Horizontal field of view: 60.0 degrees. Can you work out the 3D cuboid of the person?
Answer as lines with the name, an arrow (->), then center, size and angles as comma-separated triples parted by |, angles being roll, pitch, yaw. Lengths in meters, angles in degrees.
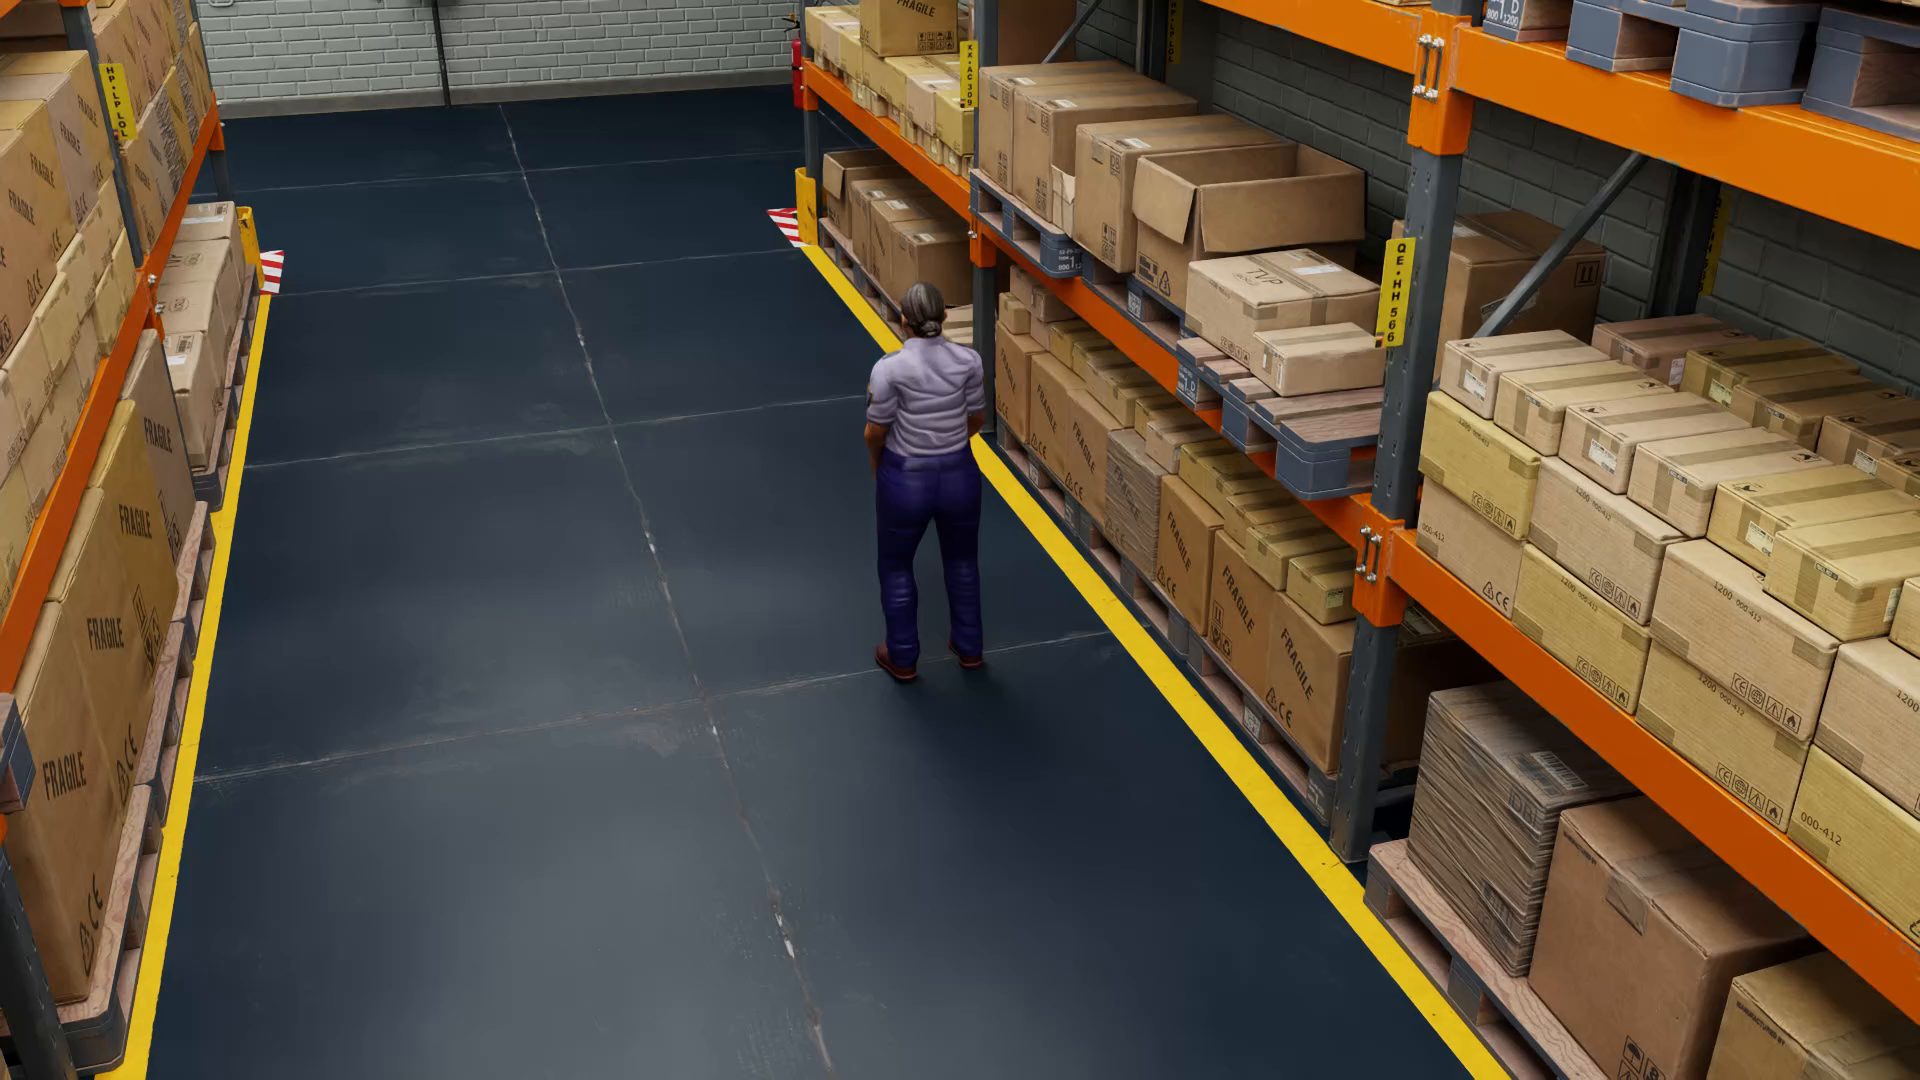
person -> -0.141, -0.222, 6.585 | 0.552, 1.637, 0.331 | -9, 28, -17
